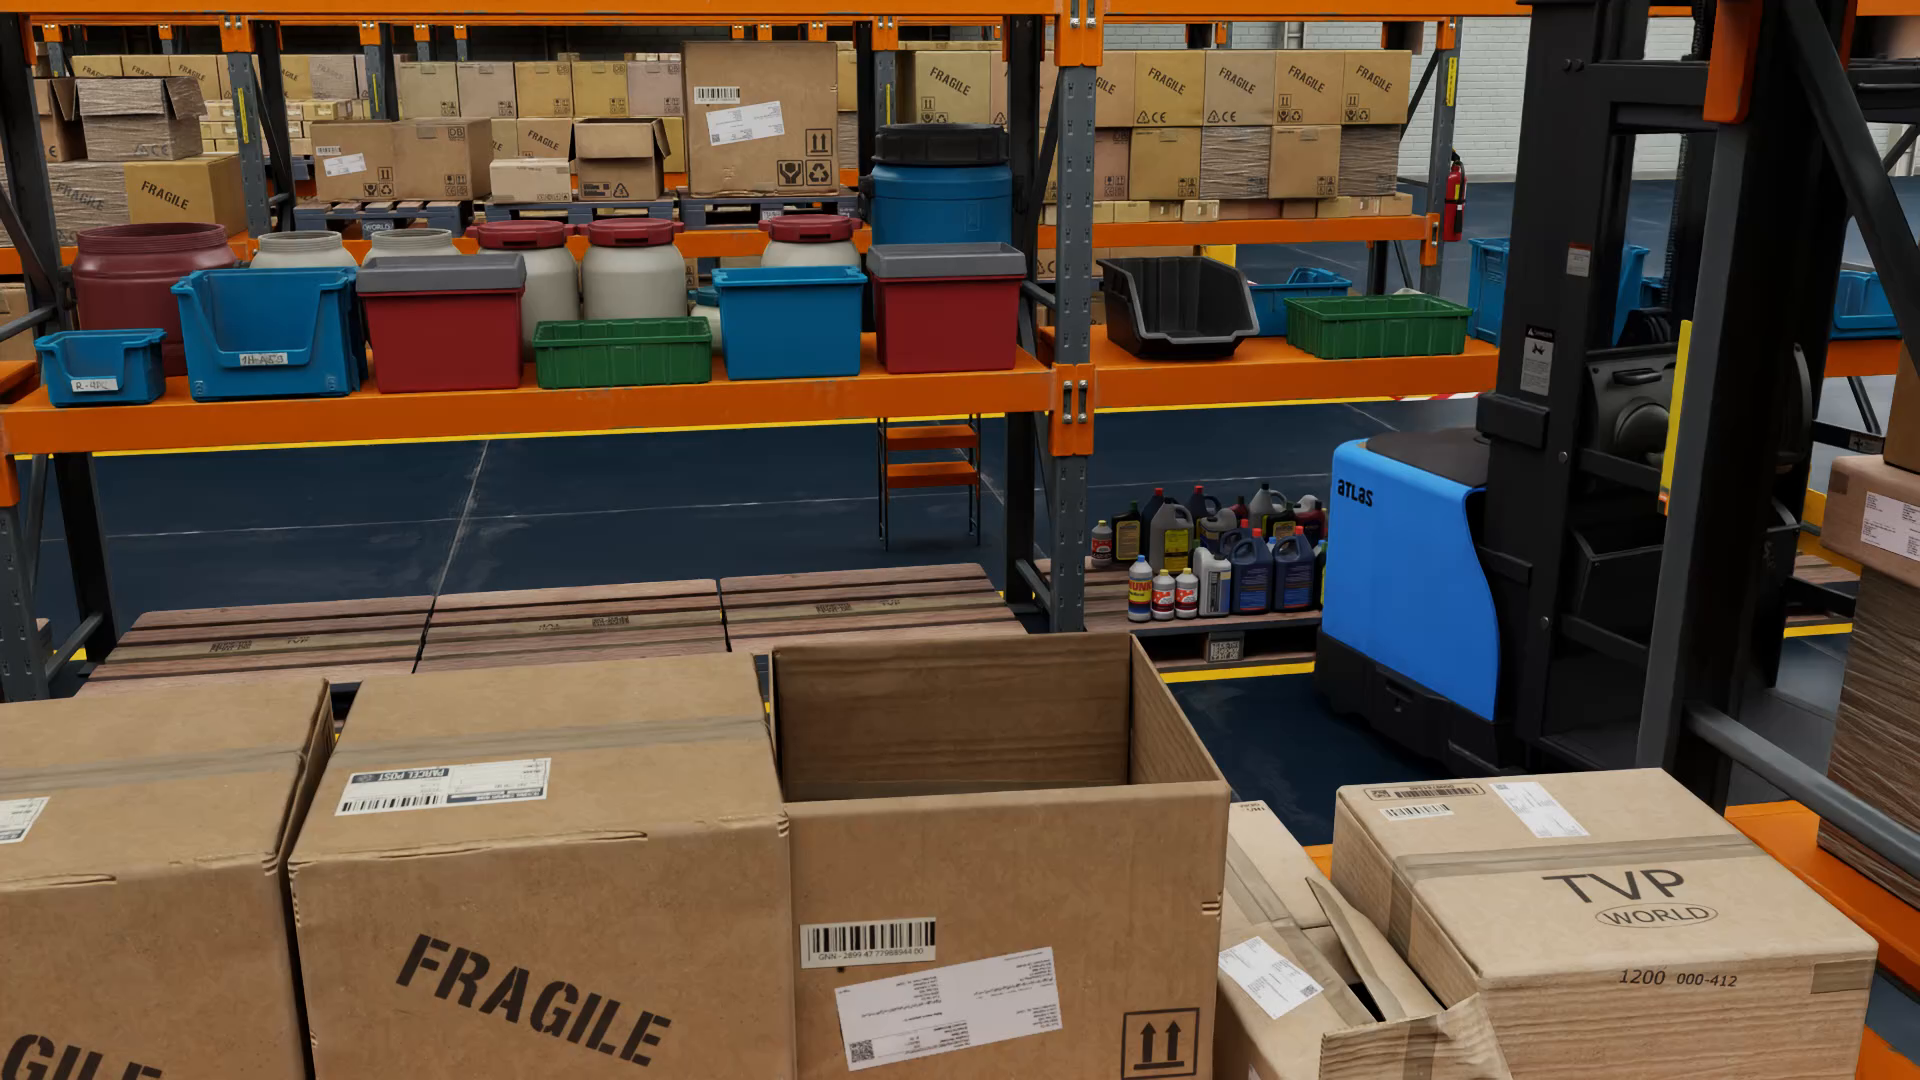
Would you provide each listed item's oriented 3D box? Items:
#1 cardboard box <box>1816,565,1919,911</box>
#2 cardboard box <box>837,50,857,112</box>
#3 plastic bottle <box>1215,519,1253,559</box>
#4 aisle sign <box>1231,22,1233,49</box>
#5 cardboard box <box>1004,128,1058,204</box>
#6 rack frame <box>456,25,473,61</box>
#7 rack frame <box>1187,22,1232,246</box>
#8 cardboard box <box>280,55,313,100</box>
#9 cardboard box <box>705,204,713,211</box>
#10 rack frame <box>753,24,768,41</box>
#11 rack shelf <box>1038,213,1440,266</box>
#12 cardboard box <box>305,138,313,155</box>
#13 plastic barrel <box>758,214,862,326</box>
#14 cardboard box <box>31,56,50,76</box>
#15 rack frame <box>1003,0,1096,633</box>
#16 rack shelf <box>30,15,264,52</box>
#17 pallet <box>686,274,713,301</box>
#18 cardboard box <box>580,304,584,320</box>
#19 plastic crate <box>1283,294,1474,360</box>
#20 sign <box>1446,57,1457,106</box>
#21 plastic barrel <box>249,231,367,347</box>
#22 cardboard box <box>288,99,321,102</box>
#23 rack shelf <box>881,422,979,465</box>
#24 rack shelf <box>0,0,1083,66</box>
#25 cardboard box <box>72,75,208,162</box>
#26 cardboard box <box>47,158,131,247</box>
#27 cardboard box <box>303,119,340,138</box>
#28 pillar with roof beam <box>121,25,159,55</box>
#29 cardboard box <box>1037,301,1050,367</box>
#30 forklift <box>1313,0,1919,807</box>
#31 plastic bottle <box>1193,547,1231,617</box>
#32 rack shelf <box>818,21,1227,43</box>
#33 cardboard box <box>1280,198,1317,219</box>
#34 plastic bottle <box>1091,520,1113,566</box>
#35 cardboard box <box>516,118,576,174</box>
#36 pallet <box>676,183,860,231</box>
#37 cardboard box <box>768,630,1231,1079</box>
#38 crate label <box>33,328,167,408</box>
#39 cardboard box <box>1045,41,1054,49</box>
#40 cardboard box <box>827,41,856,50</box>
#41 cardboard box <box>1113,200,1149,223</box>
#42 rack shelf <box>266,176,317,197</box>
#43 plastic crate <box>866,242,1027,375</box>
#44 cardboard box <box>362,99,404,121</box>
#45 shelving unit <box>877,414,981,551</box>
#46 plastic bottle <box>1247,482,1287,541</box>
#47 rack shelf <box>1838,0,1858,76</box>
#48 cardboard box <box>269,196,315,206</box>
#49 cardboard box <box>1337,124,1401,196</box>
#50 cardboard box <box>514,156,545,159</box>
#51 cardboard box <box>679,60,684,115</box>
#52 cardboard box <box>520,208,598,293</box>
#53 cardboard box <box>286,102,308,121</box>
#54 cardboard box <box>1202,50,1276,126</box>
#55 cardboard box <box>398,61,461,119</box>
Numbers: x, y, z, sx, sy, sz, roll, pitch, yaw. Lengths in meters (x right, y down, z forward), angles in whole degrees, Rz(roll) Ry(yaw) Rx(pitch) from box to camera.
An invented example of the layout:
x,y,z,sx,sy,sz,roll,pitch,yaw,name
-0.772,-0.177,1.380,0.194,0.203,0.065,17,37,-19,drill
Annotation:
x,y,z,sx,sy,sz,roll,pitch,yaw,name
1.729,0.348,2.401,0.500,0.500,0.700,-4,17,-12,cardboard box
-1.054,-4.468,16.155,0.550,0.550,0.875,-3,17,-10,cardboard box
1.202,0.083,7.195,0.185,0.351,0.144,-3,17,-10,plastic bottle
2.631,-5.252,16.376,0.004,0.787,0.394,-3,17,-10,aisle sign
0.370,-2.649,11.650,0.500,0.500,0.875,-3,17,-10,cardboard box
-7.334,-6.499,24.861,0.127,3.000,1.000,-3,17,-10,rack frame
2.505,-4.092,17.026,0.127,3.000,1.000,-3,17,-10,rack frame
-7.838,-5.433,19.518,0.500,0.500,0.500,-3,17,-10,cardboard box
-2.976,-4.205,21.155,0.625,0.372,0.950,-3,17,-10,cardboard box
-2.461,-5.291,20.929,0.127,3.000,1.000,-3,17,-10,rack frame
1.383,-2.201,12.096,4.000,0.370,1.077,-3,17,-10,rack shelf
-5.747,-3.567,15.030,0.250,0.149,0.380,-3,17,-10,cardboard box
-0.623,-1.081,6.991,0.433,0.535,0.433,0,17,0,plastic barrel
-10.727,-5.265,18.972,0.500,0.500,0.500,-3,17,-11,cardboard box
0.358,-1.006,6.979,0.127,3.000,1.000,-3,17,-10,rack frame
-6.472,-3.190,10.205,4.000,0.370,1.077,-3,17,-10,rack shelf
-2.166,-2.472,16.500,1.213,0.211,1.003,-3,17,-10,pallet
-2.757,-1.338,11.567,0.500,0.500,0.700,-2,17,-6,cardboard box
1.745,-0.899,6.991,0.662,0.188,0.450,-3,17,-10,plastic crate
3.432,-3.200,11.612,0.005,0.325,0.100,-3,17,-10,sign
-2.599,-0.956,6.624,0.421,0.512,0.421,0,17,0,plastic barrel
-6.104,-4.026,15.510,0.250,0.149,0.380,-4,17,-12,cardboard box
-0.163,-0.500,8.625,0.480,0.148,0.258,-3,17,-10,rack shelf
-1.605,-1.985,6.281,4.000,0.370,1.077,-3,17,-10,rack shelf
-5.229,-2.702,10.623,0.637,0.503,0.797,-3,17,-9,cardboard box
-5.437,-2.134,10.480,0.500,0.500,0.500,-3,17,-11,cardboard box
-5.749,-3.711,14.990,0.250,0.149,0.380,-3,17,-9,cardboard box
-11.299,-8.124,19.934,0.400,9.000,9.100,-3,17,-10,pillar with roof beam
0.380,-1.485,12.079,0.500,0.500,0.500,2,17,7,cardboard box
2.482,-0.418,5.181,1.130,2.935,3.031,-8,19,-23,forklift
1.067,0.168,7.045,0.135,0.276,0.152,-3,17,-8,plastic bottle
0.541,-5.071,16.329,4.000,0.370,1.077,-3,17,-10,rack shelf
2.376,-2.409,11.975,0.250,0.149,0.380,-3,17,-10,cardboard box
0.656,0.011,7.683,0.097,0.201,0.097,0,17,0,plastic bottle
-3.864,-3.699,15.575,0.500,0.500,0.500,-3,17,-10,cardboard box
-1.359,-2.342,11.654,1.213,0.211,1.003,-3,17,-10,pallet
0.020,0.442,2.095,0.500,0.500,0.500,-2,17,-6,cardboard box
-3.084,-0.619,6.003,0.416,0.233,0.303,-3,17,-10,crate label
1.006,-6.090,21.151,0.500,0.500,0.700,-4,17,-12,cardboard box
-1.482,-5.943,20.672,0.500,0.500,0.700,-3,17,-10,cardboard box
1.157,-2.327,11.706,0.250,0.149,0.380,-3,17,-10,cardboard box
-7.314,-3.191,15.319,4.000,0.370,1.077,-3,17,-10,rack shelf
-0.059,-0.922,6.594,0.583,0.464,0.402,-3,17,-10,plastic crate
-6.816,-5.135,19.826,0.500,0.250,0.500,-3,17,-11,cardboard box
-0.163,-0.564,8.606,0.503,1.200,0.258,-3,17,-10,shelving unit
1.442,-0.098,7.784,0.185,0.351,0.144,-3,17,-11,plastic bottle
3.258,-0.779,2.357,4.000,0.370,1.077,-3,17,-10,rack shelf
-7.959,-4.190,20.248,0.875,0.875,0.875,-3,17,-10,cardboard box
2.801,-2.824,12.221,0.500,0.500,0.875,-3,17,-10,cardboard box
-2.922,-2.518,11.416,0.258,0.266,0.396,-4,17,-12,cardboard box
-2.414,-4.337,15.949,0.500,0.500,0.700,-4,17,-11,cardboard box
-3.878,-2.830,16.032,0.750,0.750,1.050,-3,17,-10,cardboard box
-5.991,-3.839,14.901,0.250,0.149,0.380,-3,17,-11,cardboard box
1.872,-3.166,11.632,0.500,0.500,0.500,-3,17,-10,cardboard box
-4.908,-4.195,15.486,0.500,0.500,0.700,-3,17,-11,cardboard box
